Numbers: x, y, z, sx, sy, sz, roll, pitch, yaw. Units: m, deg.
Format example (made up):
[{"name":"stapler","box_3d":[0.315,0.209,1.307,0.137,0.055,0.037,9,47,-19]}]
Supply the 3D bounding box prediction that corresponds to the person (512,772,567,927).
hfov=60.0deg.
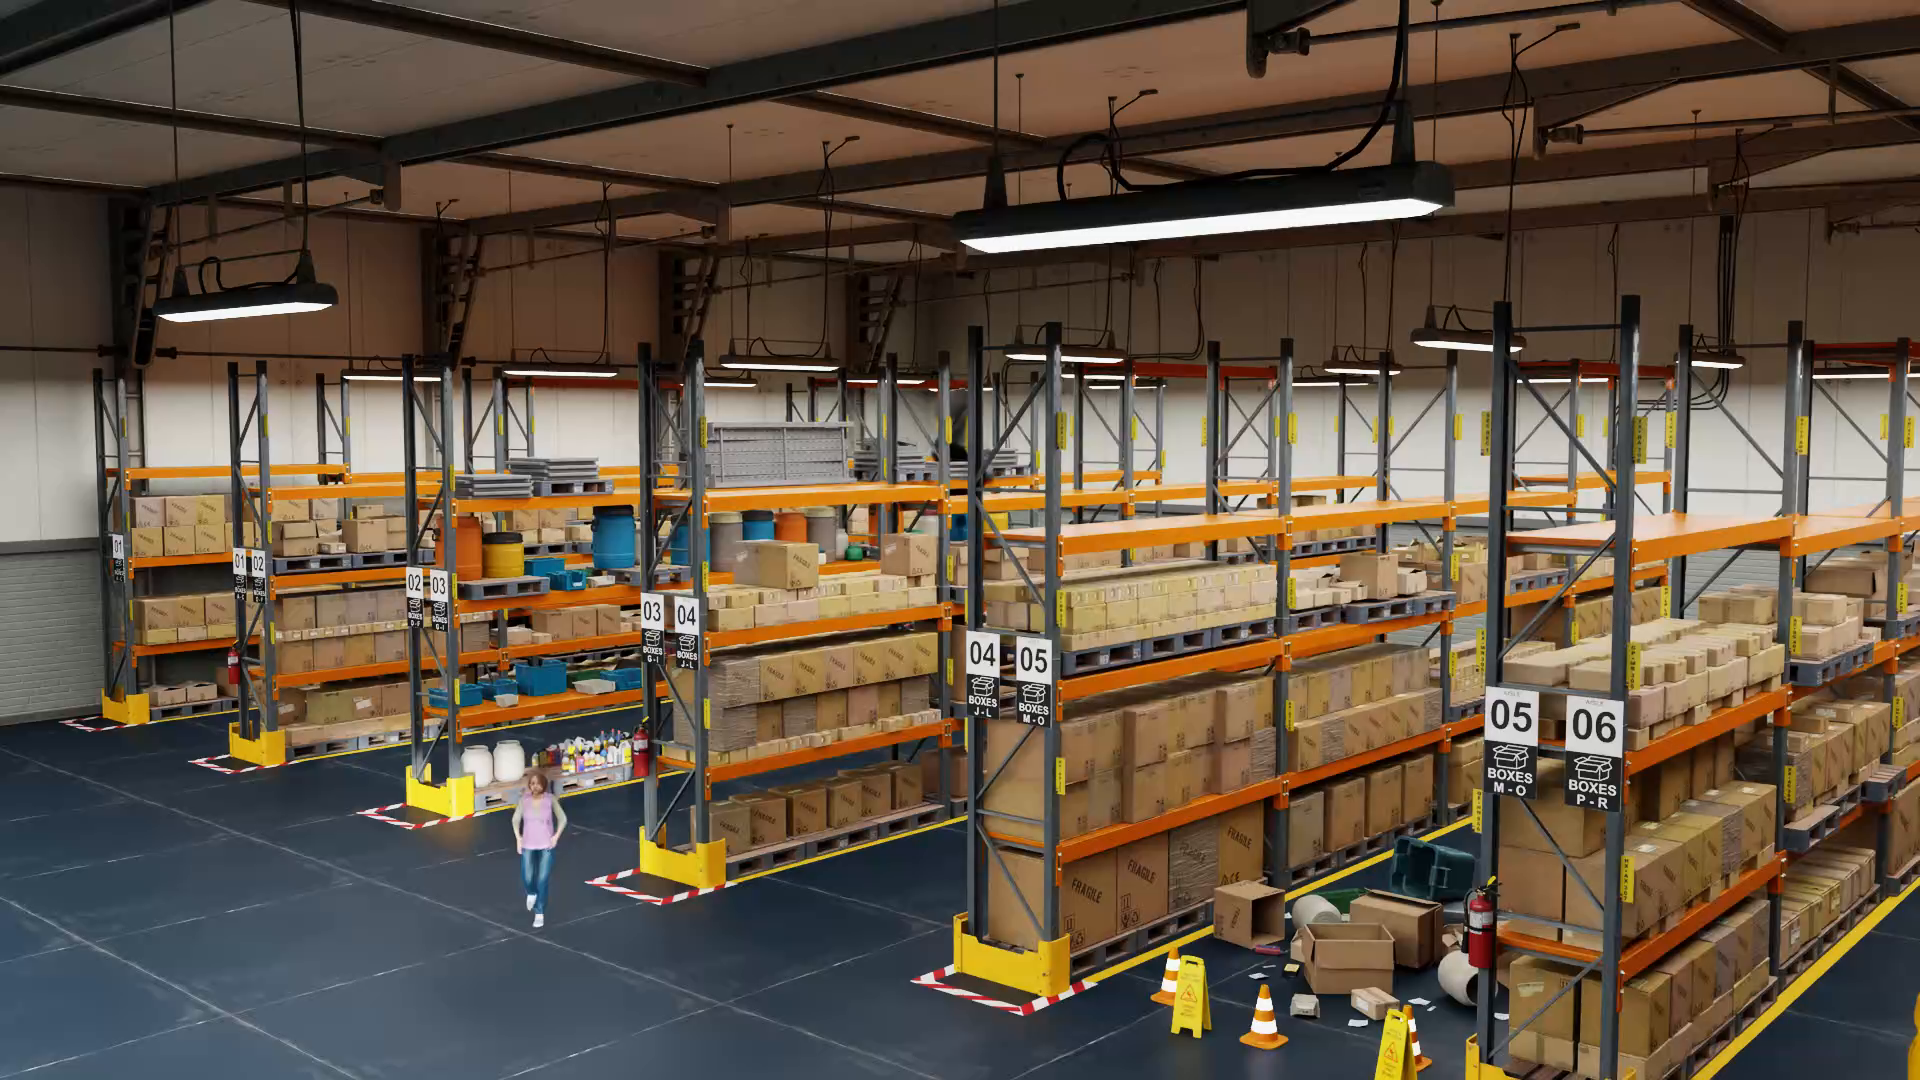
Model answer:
[{"name":"person","box_3d":[-4.300,3.140,17.022,0.556,1.572,0.538,-1,4,-9]}]
